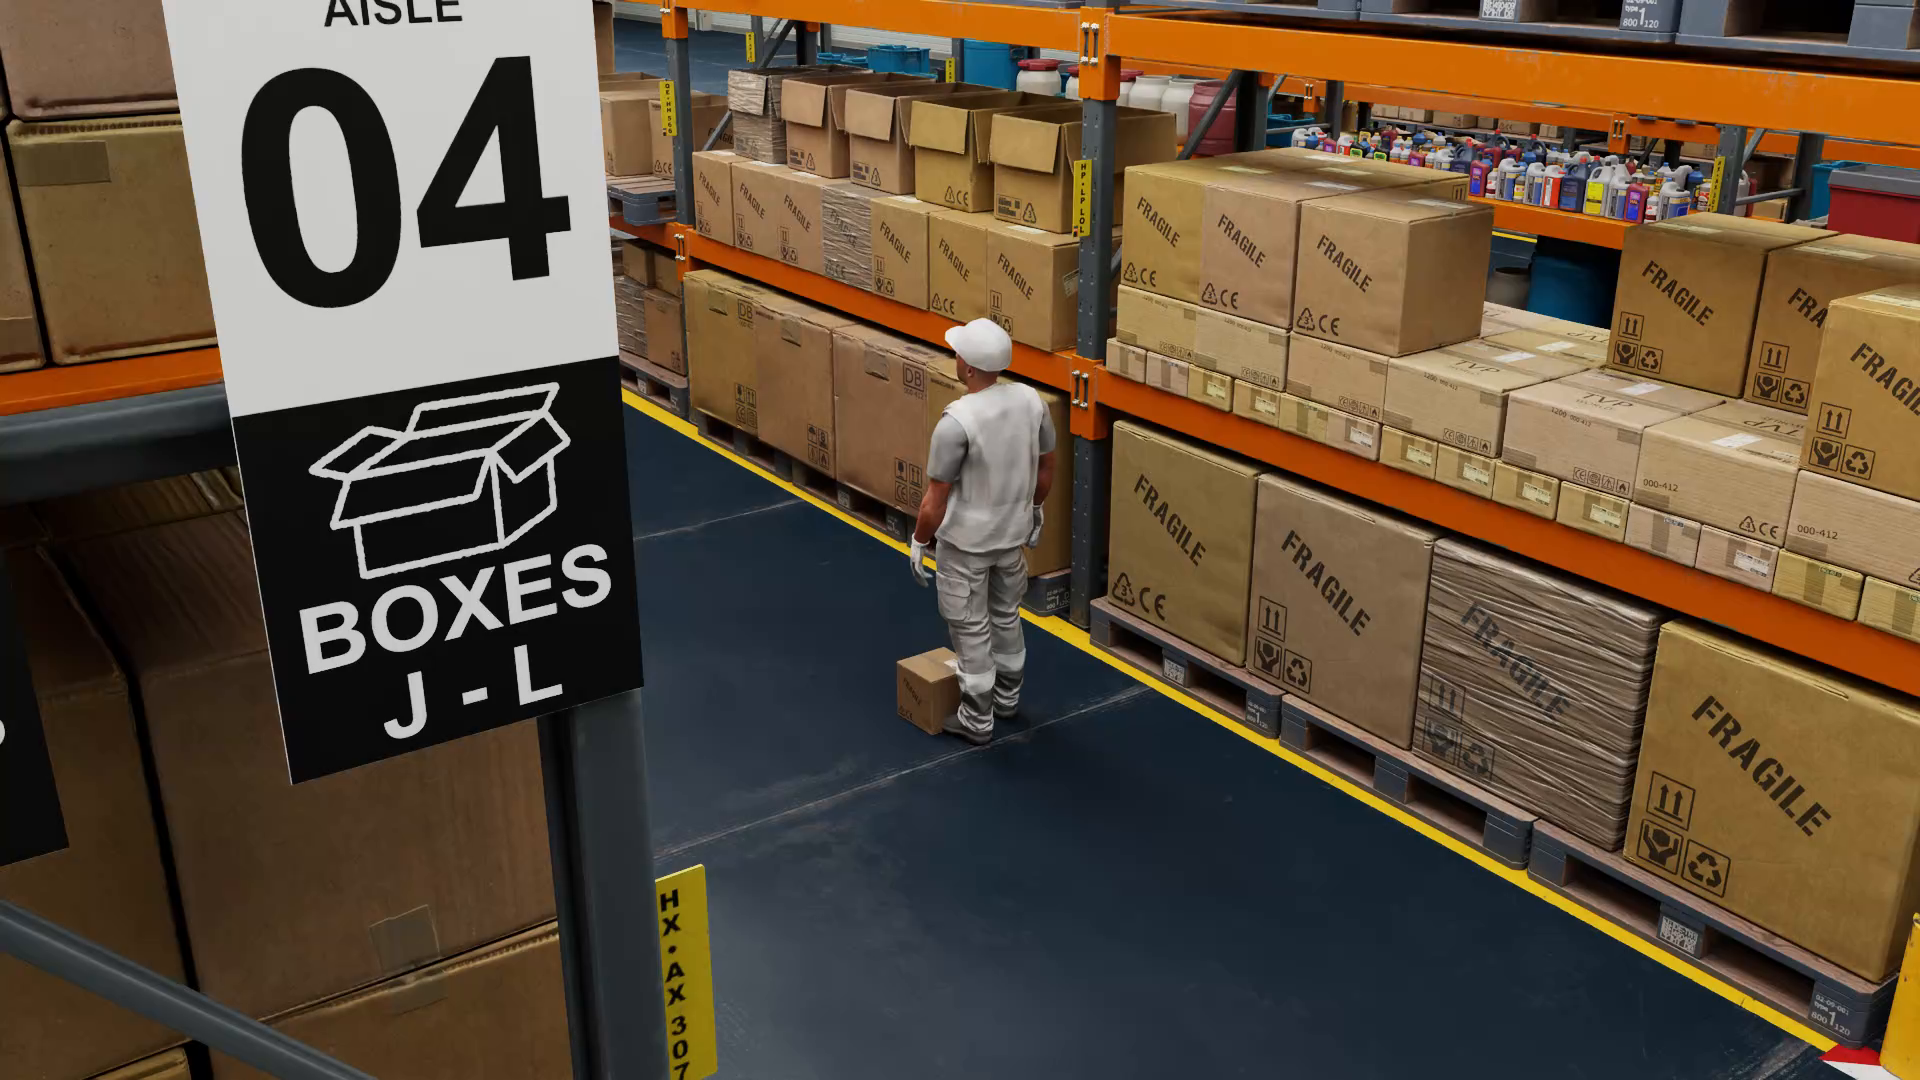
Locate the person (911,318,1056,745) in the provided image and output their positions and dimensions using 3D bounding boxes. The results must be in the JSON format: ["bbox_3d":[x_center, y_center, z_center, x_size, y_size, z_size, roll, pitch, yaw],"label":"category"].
[{"bbox_3d":[0.046,-0.038,6.624,0.638,1.788,0.563,-14,25,-33],"label":"person"}]
